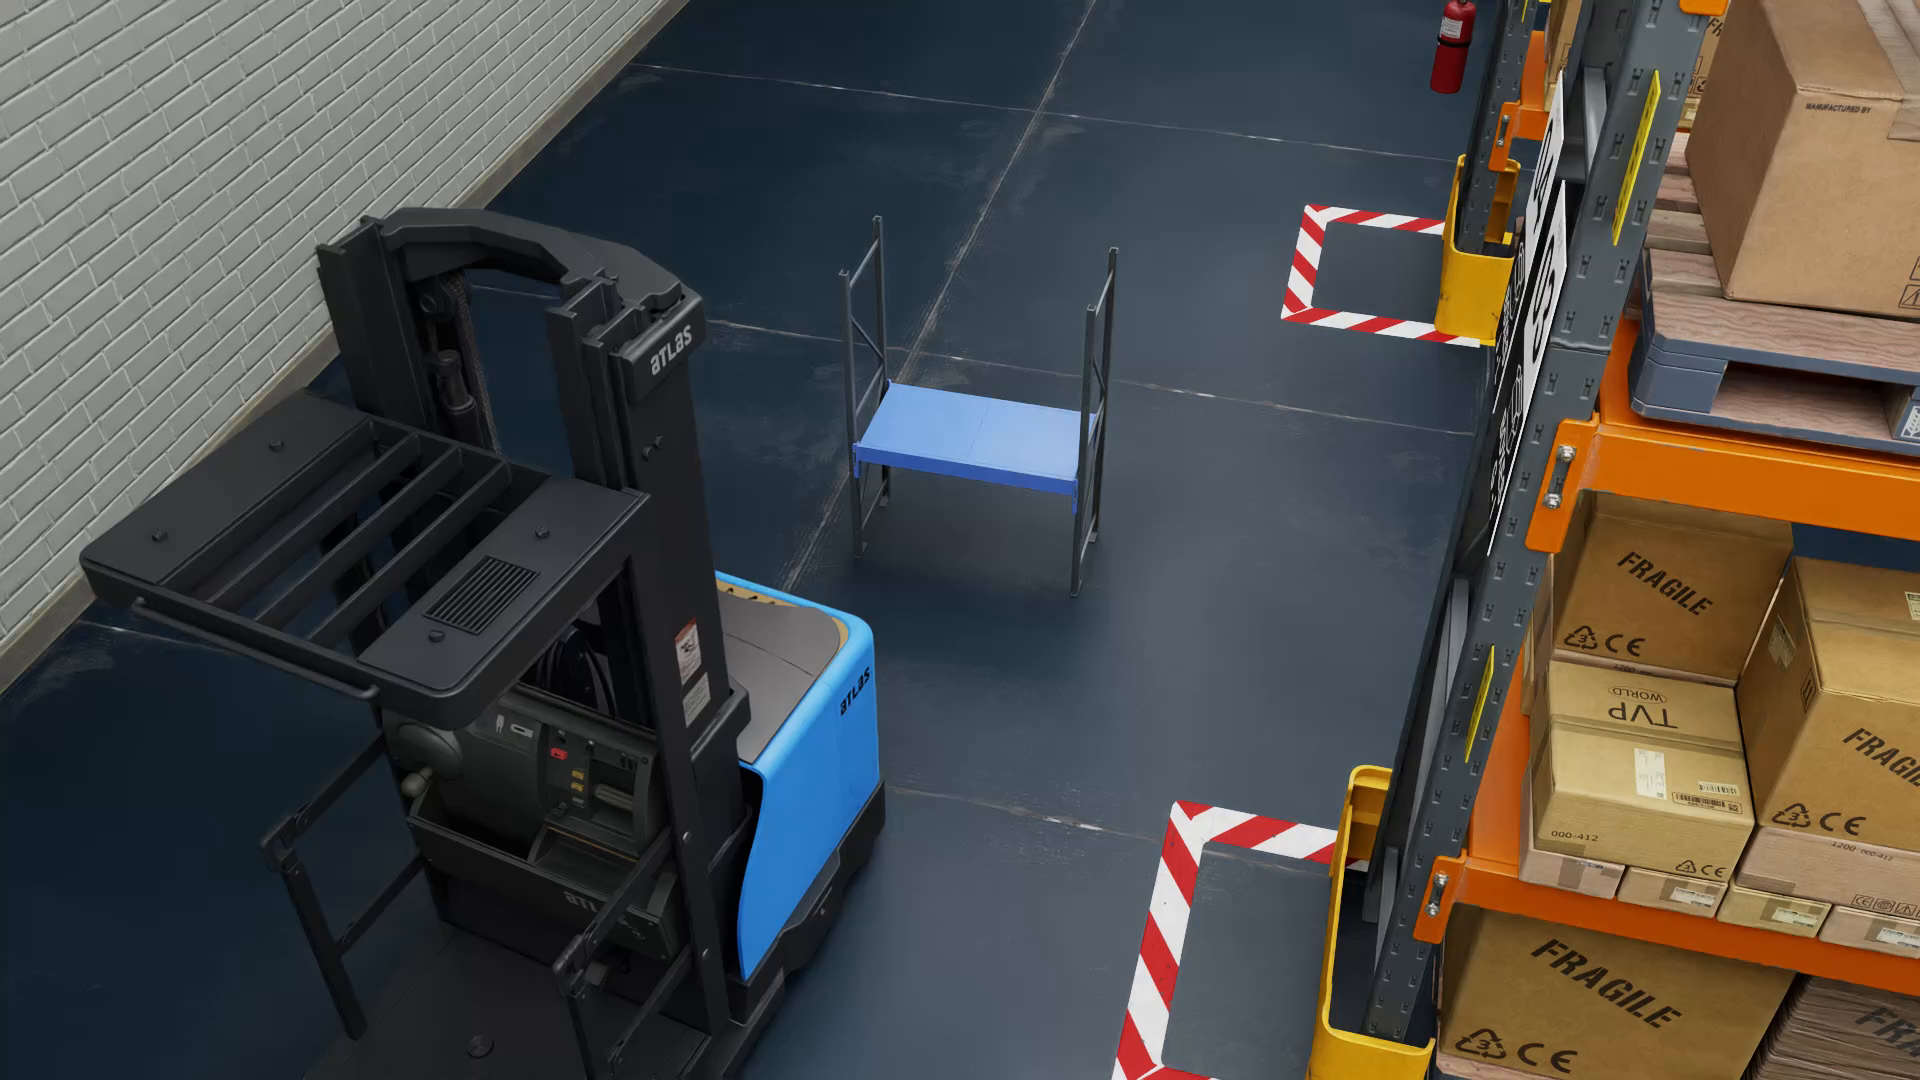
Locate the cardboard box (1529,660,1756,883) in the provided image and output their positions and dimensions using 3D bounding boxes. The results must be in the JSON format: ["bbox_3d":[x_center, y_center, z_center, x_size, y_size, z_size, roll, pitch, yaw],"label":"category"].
[{"bbox_3d":[1.851,0.625,4.559,0.500,0.250,0.500,9,41,10],"label":"cardboard box"}]

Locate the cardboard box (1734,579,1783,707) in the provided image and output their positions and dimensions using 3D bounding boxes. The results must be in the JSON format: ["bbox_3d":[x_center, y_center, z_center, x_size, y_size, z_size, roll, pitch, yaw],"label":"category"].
[{"bbox_3d":[2.484,0.378,4.853,0.500,0.250,0.500,9,41,11],"label":"cardboard box"}]

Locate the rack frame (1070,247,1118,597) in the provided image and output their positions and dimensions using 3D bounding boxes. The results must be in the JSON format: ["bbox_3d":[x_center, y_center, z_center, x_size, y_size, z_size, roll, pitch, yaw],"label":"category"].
[{"bbox_3d":[0.573,-0.476,7.150,0.032,1.500,0.500,10,41,11],"label":"rack frame"}]

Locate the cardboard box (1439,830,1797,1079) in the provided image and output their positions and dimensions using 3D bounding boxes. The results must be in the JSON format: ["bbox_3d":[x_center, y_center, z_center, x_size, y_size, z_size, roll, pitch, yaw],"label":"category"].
[{"bbox_3d":[2.096,1.143,5.382,0.875,0.875,0.875,10,41,11],"label":"cardboard box"}]

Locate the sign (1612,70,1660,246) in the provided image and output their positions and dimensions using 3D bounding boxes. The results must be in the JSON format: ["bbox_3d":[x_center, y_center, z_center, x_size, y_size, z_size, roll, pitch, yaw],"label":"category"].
[{"bbox_3d":[1.308,-0.736,3.221,0.005,0.325,0.100,10,41,11],"label":"sign"}]

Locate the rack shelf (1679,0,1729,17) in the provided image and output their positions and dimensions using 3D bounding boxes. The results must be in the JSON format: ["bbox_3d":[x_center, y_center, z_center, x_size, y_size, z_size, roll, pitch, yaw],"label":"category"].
[{"bbox_3d":[3.389,-1.103,2.936,4.000,0.370,1.077,10,41,11],"label":"rack shelf"}]

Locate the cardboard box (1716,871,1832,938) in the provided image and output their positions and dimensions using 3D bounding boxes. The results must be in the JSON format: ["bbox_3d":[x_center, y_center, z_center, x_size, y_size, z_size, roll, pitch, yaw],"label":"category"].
[{"bbox_3d":[2.210,0.878,4.568,0.250,0.149,0.380,9,41,10],"label":"cardboard box"}]

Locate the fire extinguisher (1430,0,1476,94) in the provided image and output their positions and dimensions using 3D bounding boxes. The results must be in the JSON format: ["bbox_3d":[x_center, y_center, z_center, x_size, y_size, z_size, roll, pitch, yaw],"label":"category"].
[{"bbox_3d":[2.713,-2.787,9.086,0.183,0.674,0.296,10,41,11],"label":"fire extinguisher"}]

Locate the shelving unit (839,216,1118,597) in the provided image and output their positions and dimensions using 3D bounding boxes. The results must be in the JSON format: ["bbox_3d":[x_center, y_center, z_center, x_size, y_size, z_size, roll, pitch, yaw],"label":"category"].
[{"bbox_3d":[0.082,-0.560,7.251,1.048,1.500,0.538,10,41,11],"label":"shelving unit"}]

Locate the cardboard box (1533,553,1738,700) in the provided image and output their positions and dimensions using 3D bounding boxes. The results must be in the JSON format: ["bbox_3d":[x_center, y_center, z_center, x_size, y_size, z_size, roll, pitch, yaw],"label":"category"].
[{"bbox_3d":[1.994,0.293,4.954,0.500,0.250,0.500,9,41,11],"label":"cardboard box"}]

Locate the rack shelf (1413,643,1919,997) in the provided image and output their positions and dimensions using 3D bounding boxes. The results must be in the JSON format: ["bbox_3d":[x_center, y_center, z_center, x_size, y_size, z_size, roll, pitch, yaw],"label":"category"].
[{"bbox_3d":[3.389,1.042,4.737,4.000,0.370,1.077,10,41,11],"label":"rack shelf"}]

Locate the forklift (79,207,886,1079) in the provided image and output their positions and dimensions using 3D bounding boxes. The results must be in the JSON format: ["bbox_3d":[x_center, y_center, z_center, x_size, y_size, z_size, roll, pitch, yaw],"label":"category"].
[{"bbox_3d":[-1.365,0.707,4.629,1.130,2.935,3.031,17,43,19],"label":"forklift"}]

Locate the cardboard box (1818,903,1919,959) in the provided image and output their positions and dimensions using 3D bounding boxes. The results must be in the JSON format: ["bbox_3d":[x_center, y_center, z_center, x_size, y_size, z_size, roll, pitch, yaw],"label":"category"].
[{"bbox_3d":[2.463,0.921,4.517,0.250,0.149,0.380,9,41,11],"label":"cardboard box"}]

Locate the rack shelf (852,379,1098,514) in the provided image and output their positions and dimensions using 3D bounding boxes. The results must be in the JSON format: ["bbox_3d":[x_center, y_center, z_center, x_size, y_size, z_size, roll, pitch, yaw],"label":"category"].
[{"bbox_3d":[0.082,-0.422,7.366,1.000,0.185,0.538,10,41,11],"label":"rack shelf"}]

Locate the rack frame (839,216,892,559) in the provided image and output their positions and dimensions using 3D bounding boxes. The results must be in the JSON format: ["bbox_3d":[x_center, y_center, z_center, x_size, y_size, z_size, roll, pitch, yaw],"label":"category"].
[{"bbox_3d":[-0.409,-0.645,7.351,0.032,1.500,0.500,10,41,11],"label":"rack frame"}]

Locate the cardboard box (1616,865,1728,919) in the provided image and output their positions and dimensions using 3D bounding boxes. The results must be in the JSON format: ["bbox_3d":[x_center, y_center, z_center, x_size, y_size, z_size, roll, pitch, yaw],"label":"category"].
[{"bbox_3d":[1.963,0.836,4.618,0.250,0.149,0.380,9,41,11],"label":"cardboard box"}]

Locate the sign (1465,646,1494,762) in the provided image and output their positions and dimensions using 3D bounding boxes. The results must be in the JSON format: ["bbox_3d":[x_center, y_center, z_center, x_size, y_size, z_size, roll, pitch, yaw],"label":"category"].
[{"bbox_3d":[1.308,0.416,4.188,0.005,0.325,0.100,10,41,11],"label":"sign"}]

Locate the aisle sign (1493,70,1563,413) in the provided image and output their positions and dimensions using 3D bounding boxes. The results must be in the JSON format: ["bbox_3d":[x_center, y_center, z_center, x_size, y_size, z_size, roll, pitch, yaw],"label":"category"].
[{"bbox_3d":[1.465,-0.760,4.301,0.004,0.787,0.394,10,41,11],"label":"aisle sign"}]

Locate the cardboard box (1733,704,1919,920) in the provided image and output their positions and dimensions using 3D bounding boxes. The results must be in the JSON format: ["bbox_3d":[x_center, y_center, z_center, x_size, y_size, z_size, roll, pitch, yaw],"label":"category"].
[{"bbox_3d":[2.355,0.707,4.461,0.500,0.250,0.500,9,41,11],"label":"cardboard box"}]

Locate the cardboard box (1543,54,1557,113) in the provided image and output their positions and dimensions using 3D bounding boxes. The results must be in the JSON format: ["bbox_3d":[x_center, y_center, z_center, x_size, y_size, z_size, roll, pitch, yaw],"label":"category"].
[{"bbox_3d":[3.065,-2.277,8.325,0.250,0.149,0.380,9,41,11],"label":"cardboard box"}]

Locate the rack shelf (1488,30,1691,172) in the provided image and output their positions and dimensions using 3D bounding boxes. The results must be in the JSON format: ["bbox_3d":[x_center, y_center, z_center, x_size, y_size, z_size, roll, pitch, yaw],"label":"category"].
[{"bbox_3d":[4.769,-2.023,8.386,4.000,0.370,1.077,10,41,11],"label":"rack shelf"}]

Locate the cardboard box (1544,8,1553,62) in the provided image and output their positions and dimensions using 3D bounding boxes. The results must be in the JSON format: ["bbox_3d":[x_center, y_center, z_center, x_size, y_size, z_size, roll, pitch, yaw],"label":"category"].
[{"bbox_3d":[3.225,-2.656,8.776,0.250,0.149,0.380,10,41,11],"label":"cardboard box"}]

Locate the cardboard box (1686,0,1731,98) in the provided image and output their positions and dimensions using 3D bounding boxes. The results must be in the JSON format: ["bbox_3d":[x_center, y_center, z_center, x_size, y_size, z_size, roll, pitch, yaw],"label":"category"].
[{"bbox_3d":[3.723,-2.464,8.042,0.500,0.500,0.500,10,41,12],"label":"cardboard box"}]

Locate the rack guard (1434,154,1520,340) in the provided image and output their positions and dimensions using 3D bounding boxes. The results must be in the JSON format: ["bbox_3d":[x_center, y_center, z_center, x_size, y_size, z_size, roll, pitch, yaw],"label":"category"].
[{"bbox_3d":[2.910,-1.661,9.339,0.348,0.500,1.175,10,41,11],"label":"rack guard"}]

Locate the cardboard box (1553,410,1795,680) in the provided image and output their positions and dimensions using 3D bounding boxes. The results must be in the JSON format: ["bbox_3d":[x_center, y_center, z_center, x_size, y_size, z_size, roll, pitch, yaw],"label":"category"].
[{"bbox_3d":[1.996,0.008,4.711,0.500,0.500,0.500,10,41,12],"label":"cardboard box"}]

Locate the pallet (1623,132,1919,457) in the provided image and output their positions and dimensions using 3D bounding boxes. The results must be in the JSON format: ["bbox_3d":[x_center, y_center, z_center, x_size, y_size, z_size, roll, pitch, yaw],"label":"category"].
[{"bbox_3d":[2.176,-0.564,3.826,1.213,0.211,1.003,10,41,11],"label":"pallet"}]

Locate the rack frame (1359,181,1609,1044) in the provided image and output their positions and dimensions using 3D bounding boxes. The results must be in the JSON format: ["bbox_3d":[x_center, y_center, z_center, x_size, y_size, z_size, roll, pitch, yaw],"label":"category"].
[{"bbox_3d":[1.457,0.434,4.901,0.127,3.000,1.000,10,41,11],"label":"rack frame"}]

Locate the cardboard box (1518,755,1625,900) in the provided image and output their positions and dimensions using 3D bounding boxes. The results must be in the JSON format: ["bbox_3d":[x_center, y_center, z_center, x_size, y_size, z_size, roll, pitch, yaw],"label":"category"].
[{"bbox_3d":[1.715,0.794,4.668,0.250,0.149,0.380,10,41,12],"label":"cardboard box"}]

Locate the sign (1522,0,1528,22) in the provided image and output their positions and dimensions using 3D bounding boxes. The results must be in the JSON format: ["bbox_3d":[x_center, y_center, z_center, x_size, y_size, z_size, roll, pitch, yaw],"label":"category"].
[{"bbox_3d":[2.697,-2.625,7.871,0.005,0.325,0.100,10,41,11],"label":"sign"}]

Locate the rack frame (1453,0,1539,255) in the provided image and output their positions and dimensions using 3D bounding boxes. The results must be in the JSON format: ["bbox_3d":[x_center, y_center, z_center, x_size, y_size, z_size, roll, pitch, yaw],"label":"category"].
[{"bbox_3d":[2.837,-2.631,8.550,0.127,3.000,1.000,10,41,11],"label":"rack frame"}]

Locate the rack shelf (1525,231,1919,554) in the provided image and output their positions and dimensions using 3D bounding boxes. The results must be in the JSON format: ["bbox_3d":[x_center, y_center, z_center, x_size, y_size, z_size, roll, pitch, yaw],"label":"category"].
[{"bbox_3d":[3.389,-0.107,3.772,4.000,0.370,1.077,10,41,11],"label":"rack shelf"}]

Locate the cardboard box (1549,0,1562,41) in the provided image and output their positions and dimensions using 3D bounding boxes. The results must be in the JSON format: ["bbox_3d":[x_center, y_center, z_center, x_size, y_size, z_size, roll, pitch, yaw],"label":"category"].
[{"bbox_3d":[3.338,-2.868,8.524,0.500,0.500,0.500,11,41,12],"label":"cardboard box"}]

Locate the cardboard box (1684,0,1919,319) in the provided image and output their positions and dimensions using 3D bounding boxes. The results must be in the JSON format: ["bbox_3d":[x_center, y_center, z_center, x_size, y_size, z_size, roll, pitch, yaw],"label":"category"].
[{"bbox_3d":[1.973,-0.899,3.674,0.500,0.500,0.700,7,41,9],"label":"cardboard box"}]

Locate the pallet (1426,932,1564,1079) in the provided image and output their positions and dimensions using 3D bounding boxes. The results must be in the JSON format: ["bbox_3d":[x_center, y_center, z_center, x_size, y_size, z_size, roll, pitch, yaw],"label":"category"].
[{"bbox_3d":[2.250,1.586,5.698,1.213,0.211,1.003,10,41,11],"label":"pallet"}]

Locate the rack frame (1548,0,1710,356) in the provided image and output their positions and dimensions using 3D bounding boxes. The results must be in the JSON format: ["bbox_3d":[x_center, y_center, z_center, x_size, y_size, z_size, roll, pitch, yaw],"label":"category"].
[{"bbox_3d":[1.457,-1.864,2.972,0.127,3.000,1.000,10,41,11],"label":"rack frame"}]

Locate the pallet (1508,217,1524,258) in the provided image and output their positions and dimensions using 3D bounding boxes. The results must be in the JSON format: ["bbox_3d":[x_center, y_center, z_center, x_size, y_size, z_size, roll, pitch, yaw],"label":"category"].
[{"bbox_3d":[3.686,-1.394,9.245,1.213,0.211,1.003,10,41,11],"label":"pallet"}]

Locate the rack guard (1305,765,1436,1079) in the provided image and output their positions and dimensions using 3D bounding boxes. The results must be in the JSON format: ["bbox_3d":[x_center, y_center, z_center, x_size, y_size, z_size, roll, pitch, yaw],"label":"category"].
[{"bbox_3d":[1.434,1.387,5.710,0.348,0.500,1.175,10,41,11],"label":"rack guard"}]

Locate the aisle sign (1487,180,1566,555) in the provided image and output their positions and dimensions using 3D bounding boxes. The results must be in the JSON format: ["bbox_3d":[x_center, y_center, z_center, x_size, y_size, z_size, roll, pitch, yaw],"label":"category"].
[{"bbox_3d":[1.310,-0.388,3.858,0.004,0.787,0.394,10,41,11],"label":"aisle sign"}]

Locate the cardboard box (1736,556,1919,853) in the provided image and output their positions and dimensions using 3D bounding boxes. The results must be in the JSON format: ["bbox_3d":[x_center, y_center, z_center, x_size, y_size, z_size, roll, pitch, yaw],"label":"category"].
[{"bbox_3d":[2.334,0.421,4.219,0.500,0.500,0.500,9,41,10],"label":"cardboard box"}]

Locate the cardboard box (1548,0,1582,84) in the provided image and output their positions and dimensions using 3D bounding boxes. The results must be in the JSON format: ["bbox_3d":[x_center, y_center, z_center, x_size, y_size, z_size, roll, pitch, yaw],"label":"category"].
[{"bbox_3d":[3.199,-2.537,8.129,0.500,0.500,0.500,12,41,13],"label":"cardboard box"}]

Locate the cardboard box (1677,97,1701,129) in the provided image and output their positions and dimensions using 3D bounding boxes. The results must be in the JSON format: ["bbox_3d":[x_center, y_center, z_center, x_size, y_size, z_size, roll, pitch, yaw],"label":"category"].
[{"bbox_3d":[3.568,-2.183,8.212,0.250,0.149,0.380,9,41,10],"label":"cardboard box"}]

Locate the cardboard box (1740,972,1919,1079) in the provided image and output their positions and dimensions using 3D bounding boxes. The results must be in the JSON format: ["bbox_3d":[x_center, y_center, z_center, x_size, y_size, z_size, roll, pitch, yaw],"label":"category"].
[{"bbox_3d":[2.975,1.294,5.202,0.875,0.875,0.875,10,41,11],"label":"cardboard box"}]

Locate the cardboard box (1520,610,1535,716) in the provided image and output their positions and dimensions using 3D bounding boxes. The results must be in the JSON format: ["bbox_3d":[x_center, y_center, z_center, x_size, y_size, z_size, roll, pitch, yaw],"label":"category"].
[{"bbox_3d":[1.886,0.384,5.155,0.250,0.149,0.380,11,41,12],"label":"cardboard box"}]
